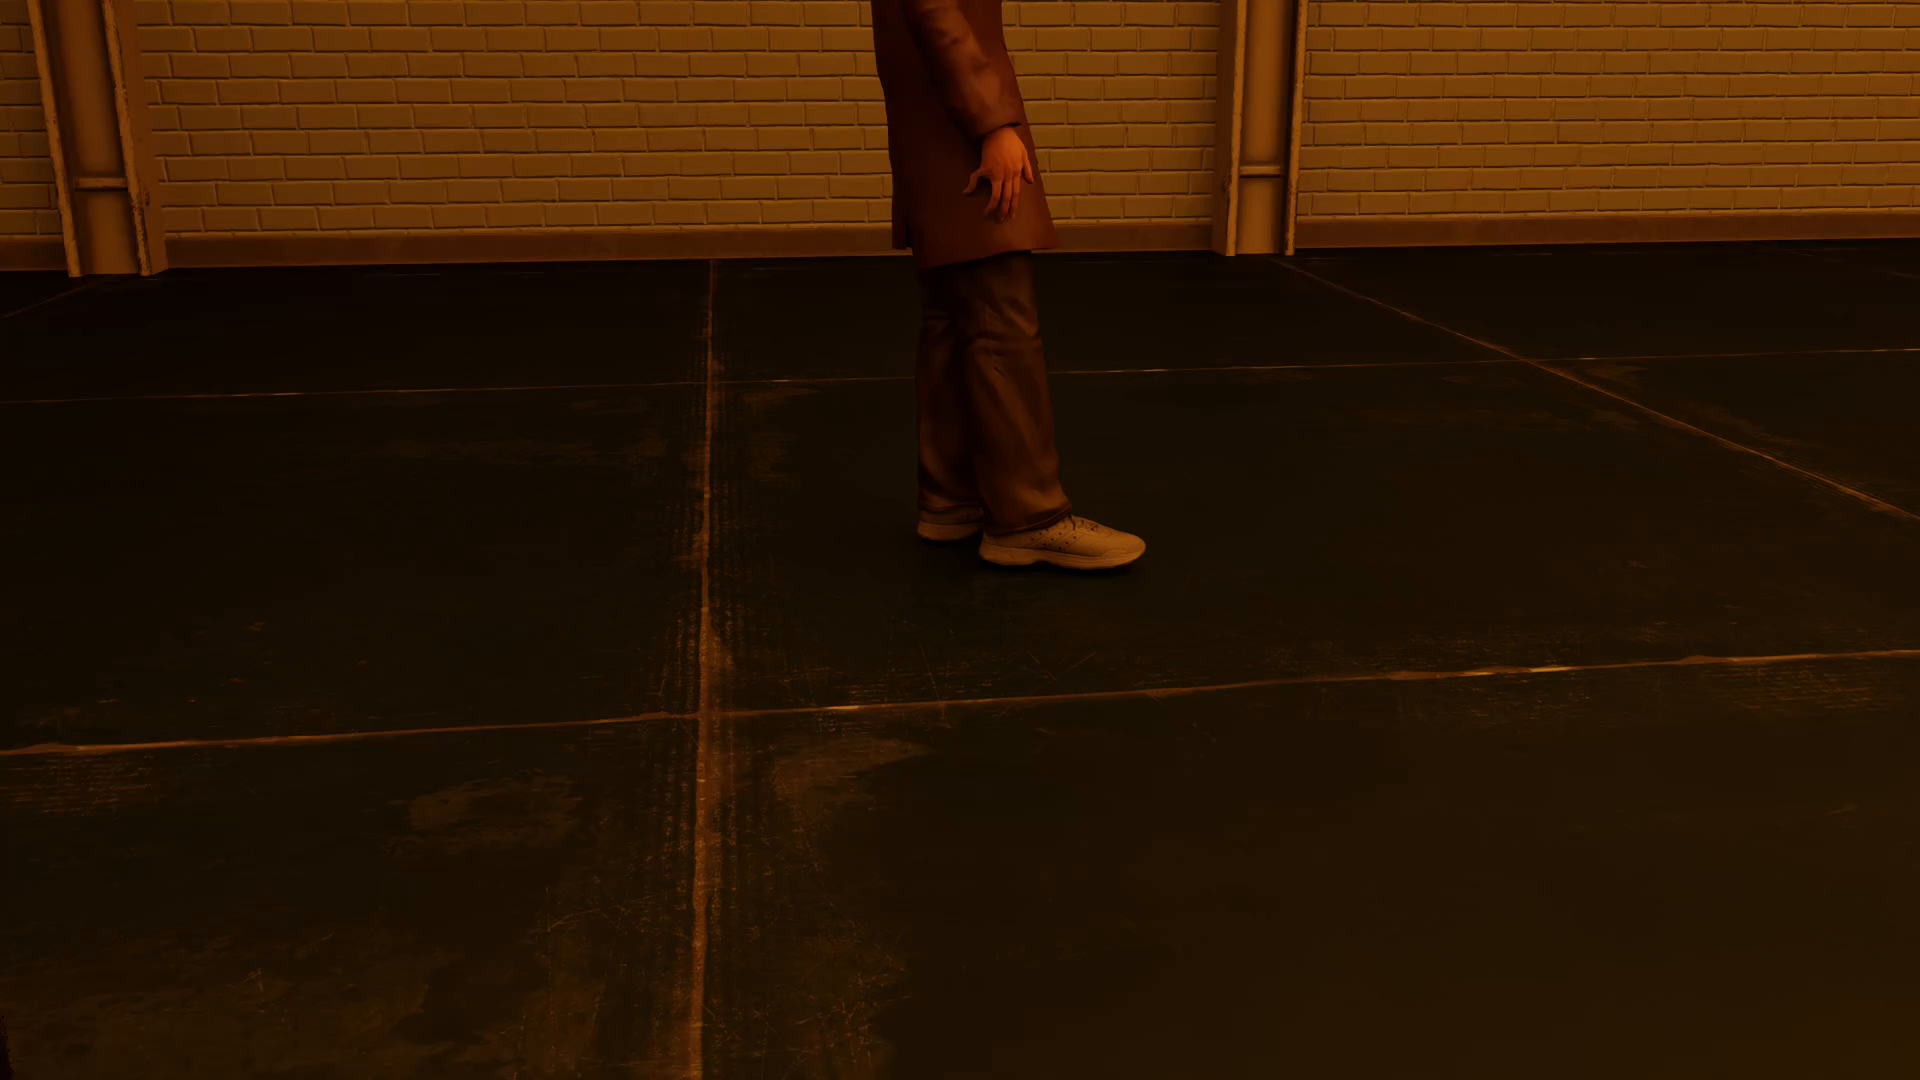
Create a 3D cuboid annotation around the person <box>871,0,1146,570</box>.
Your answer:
[{"bbox_3d":[0.092,-0.860,3.716,0.579,1.777,0.696,-2,17,-8],"label":"person"}]
